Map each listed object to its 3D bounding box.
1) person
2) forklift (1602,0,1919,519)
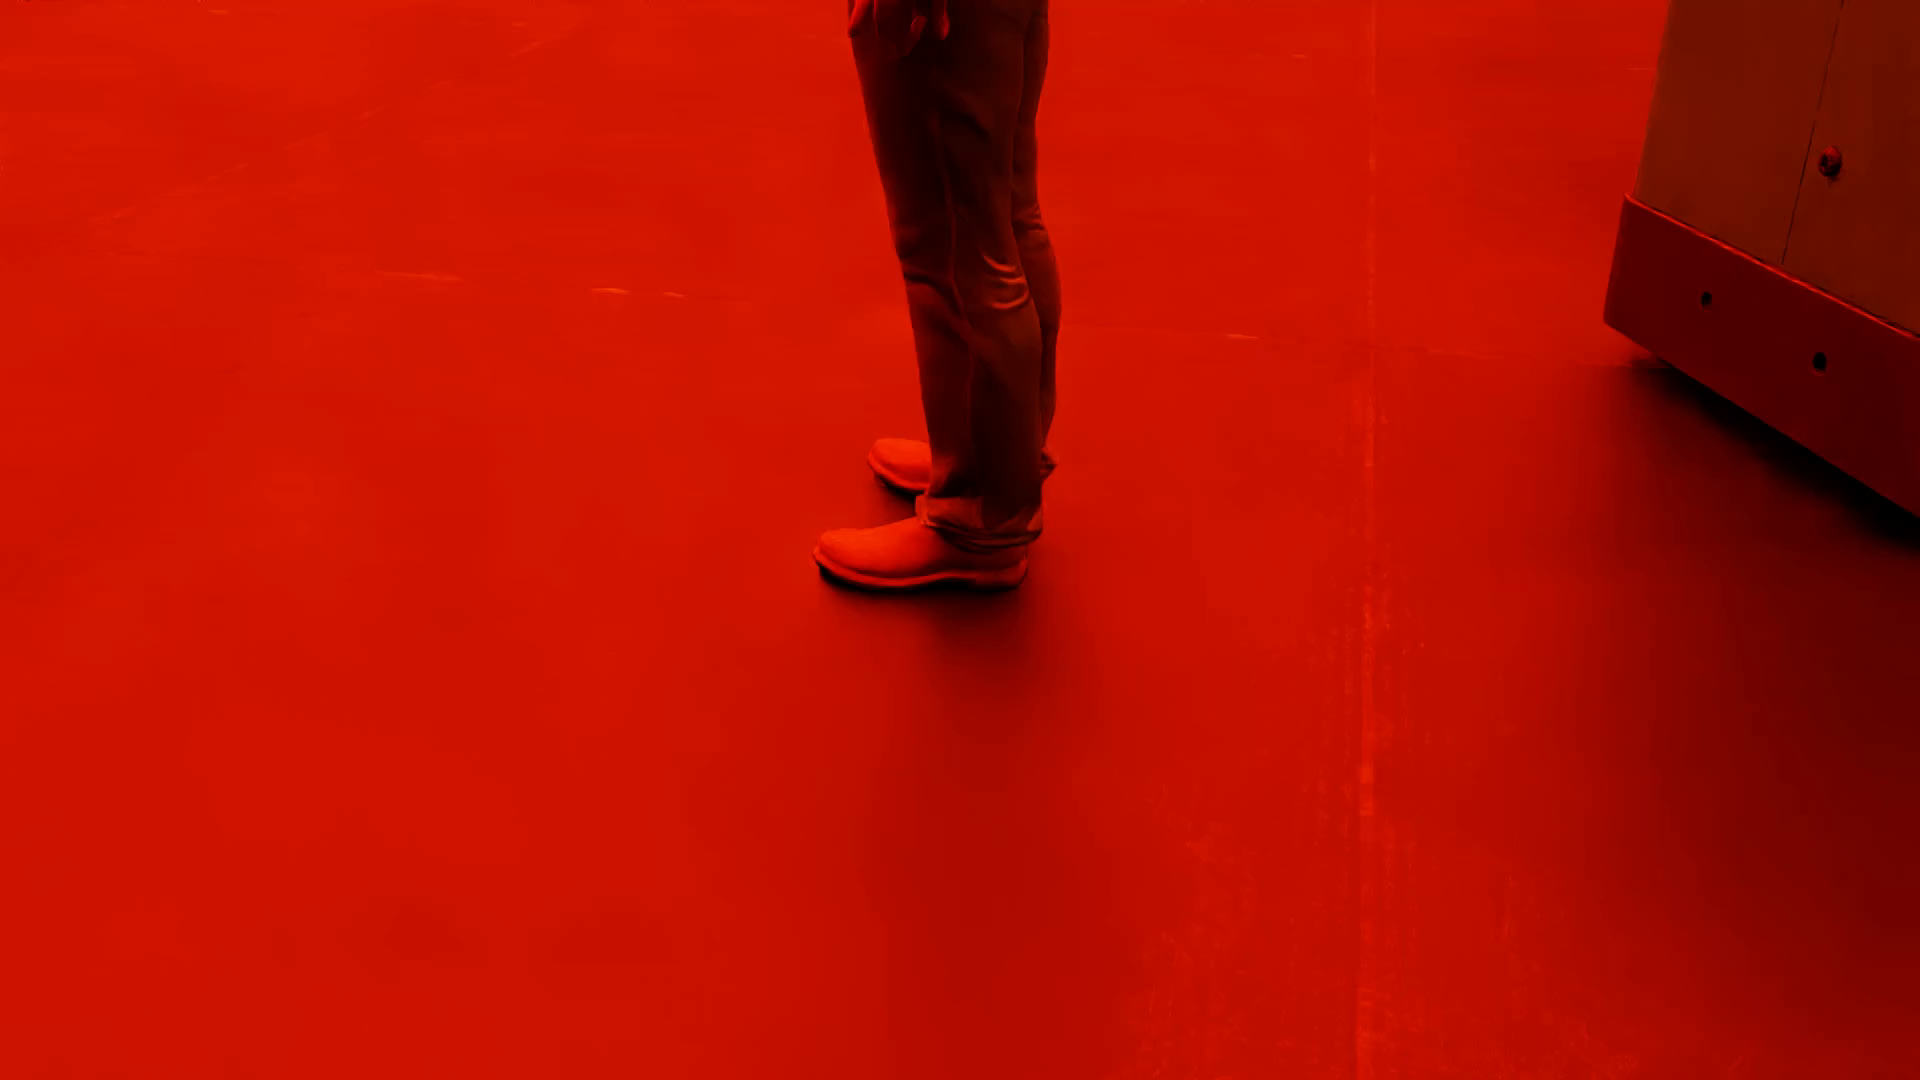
[{"bbox_3d":[-0.013,-0.790,2.103,0.367,1.771,0.559,6,27,11],"label":"person"},{"bbox_3d":[2.793,-1.589,2.396,3.031,2.935,1.130,-5,27,-10],"label":"forklift"}]
